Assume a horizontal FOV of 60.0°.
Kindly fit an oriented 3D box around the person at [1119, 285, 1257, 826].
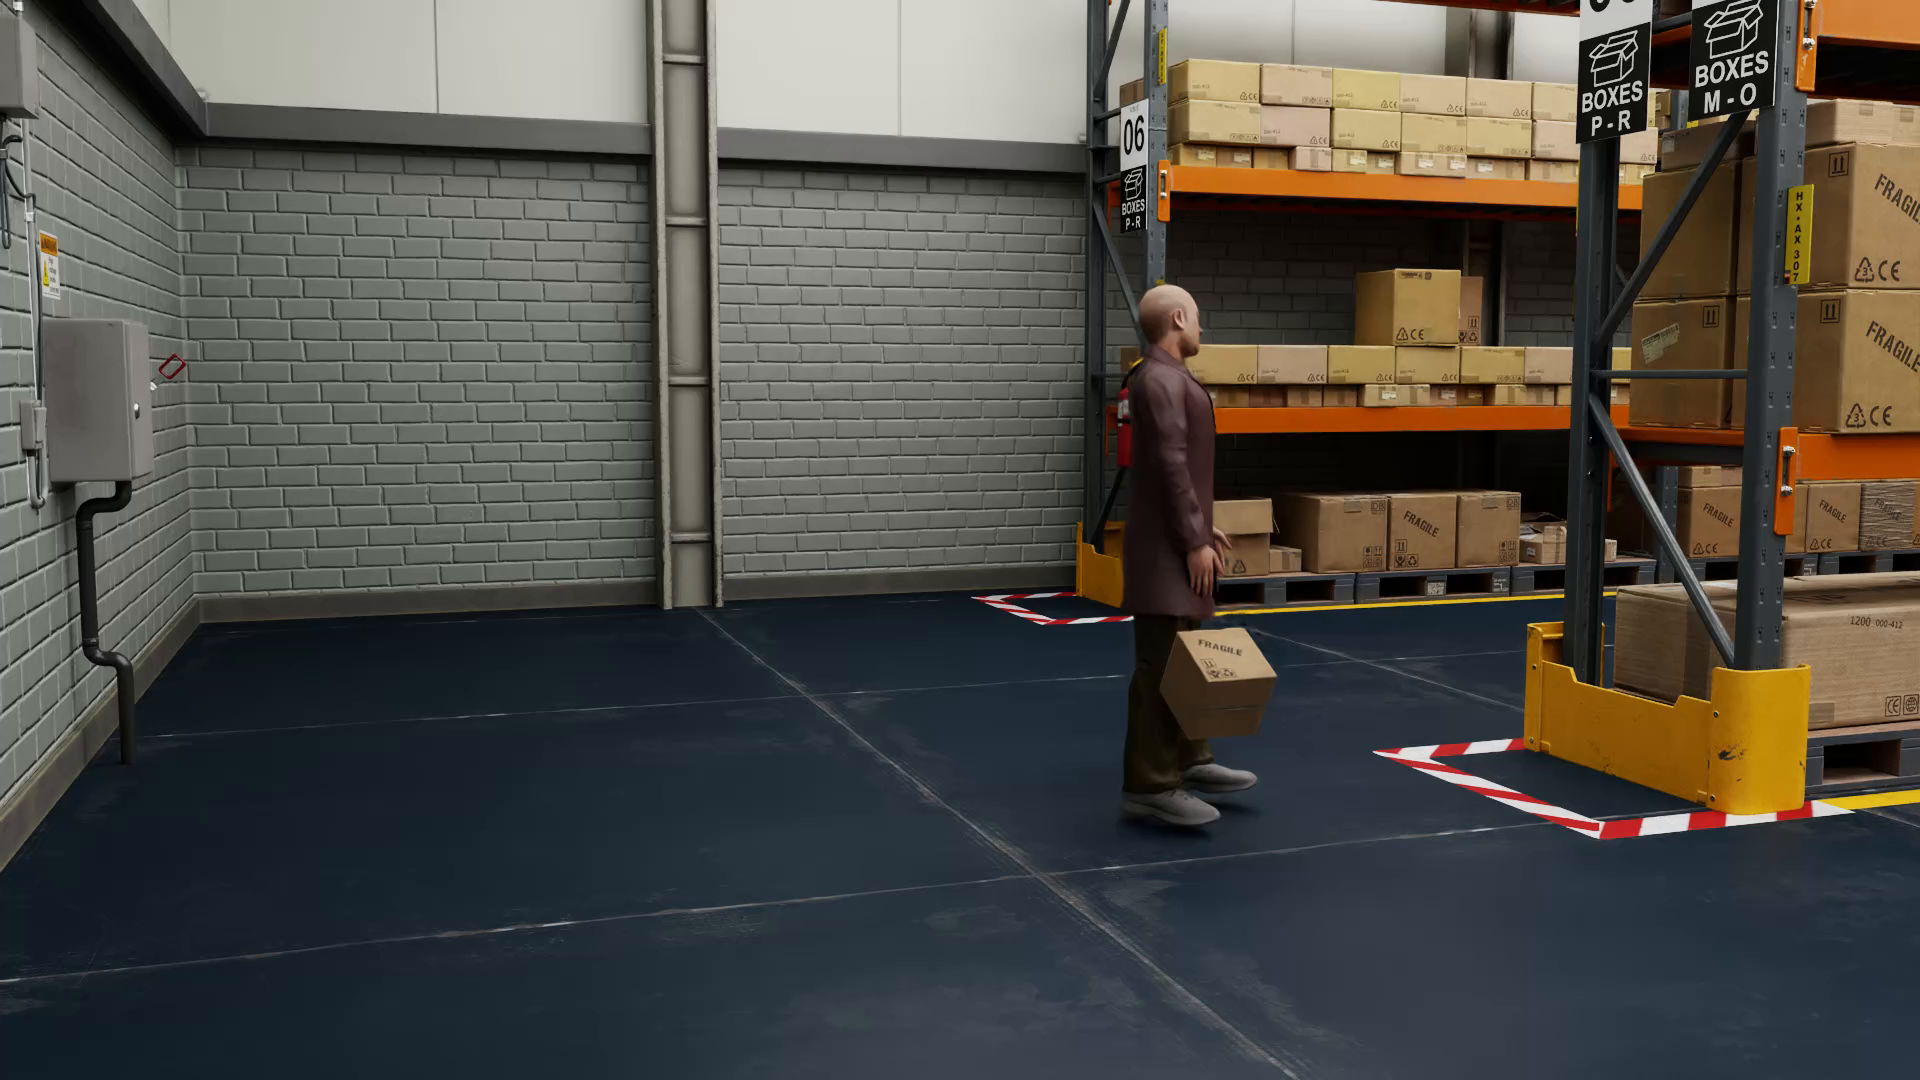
[{"bbox_3d":[0.790,0.031,5.659,0.480,1.788,0.618,1,6,6],"label":"person"}]
